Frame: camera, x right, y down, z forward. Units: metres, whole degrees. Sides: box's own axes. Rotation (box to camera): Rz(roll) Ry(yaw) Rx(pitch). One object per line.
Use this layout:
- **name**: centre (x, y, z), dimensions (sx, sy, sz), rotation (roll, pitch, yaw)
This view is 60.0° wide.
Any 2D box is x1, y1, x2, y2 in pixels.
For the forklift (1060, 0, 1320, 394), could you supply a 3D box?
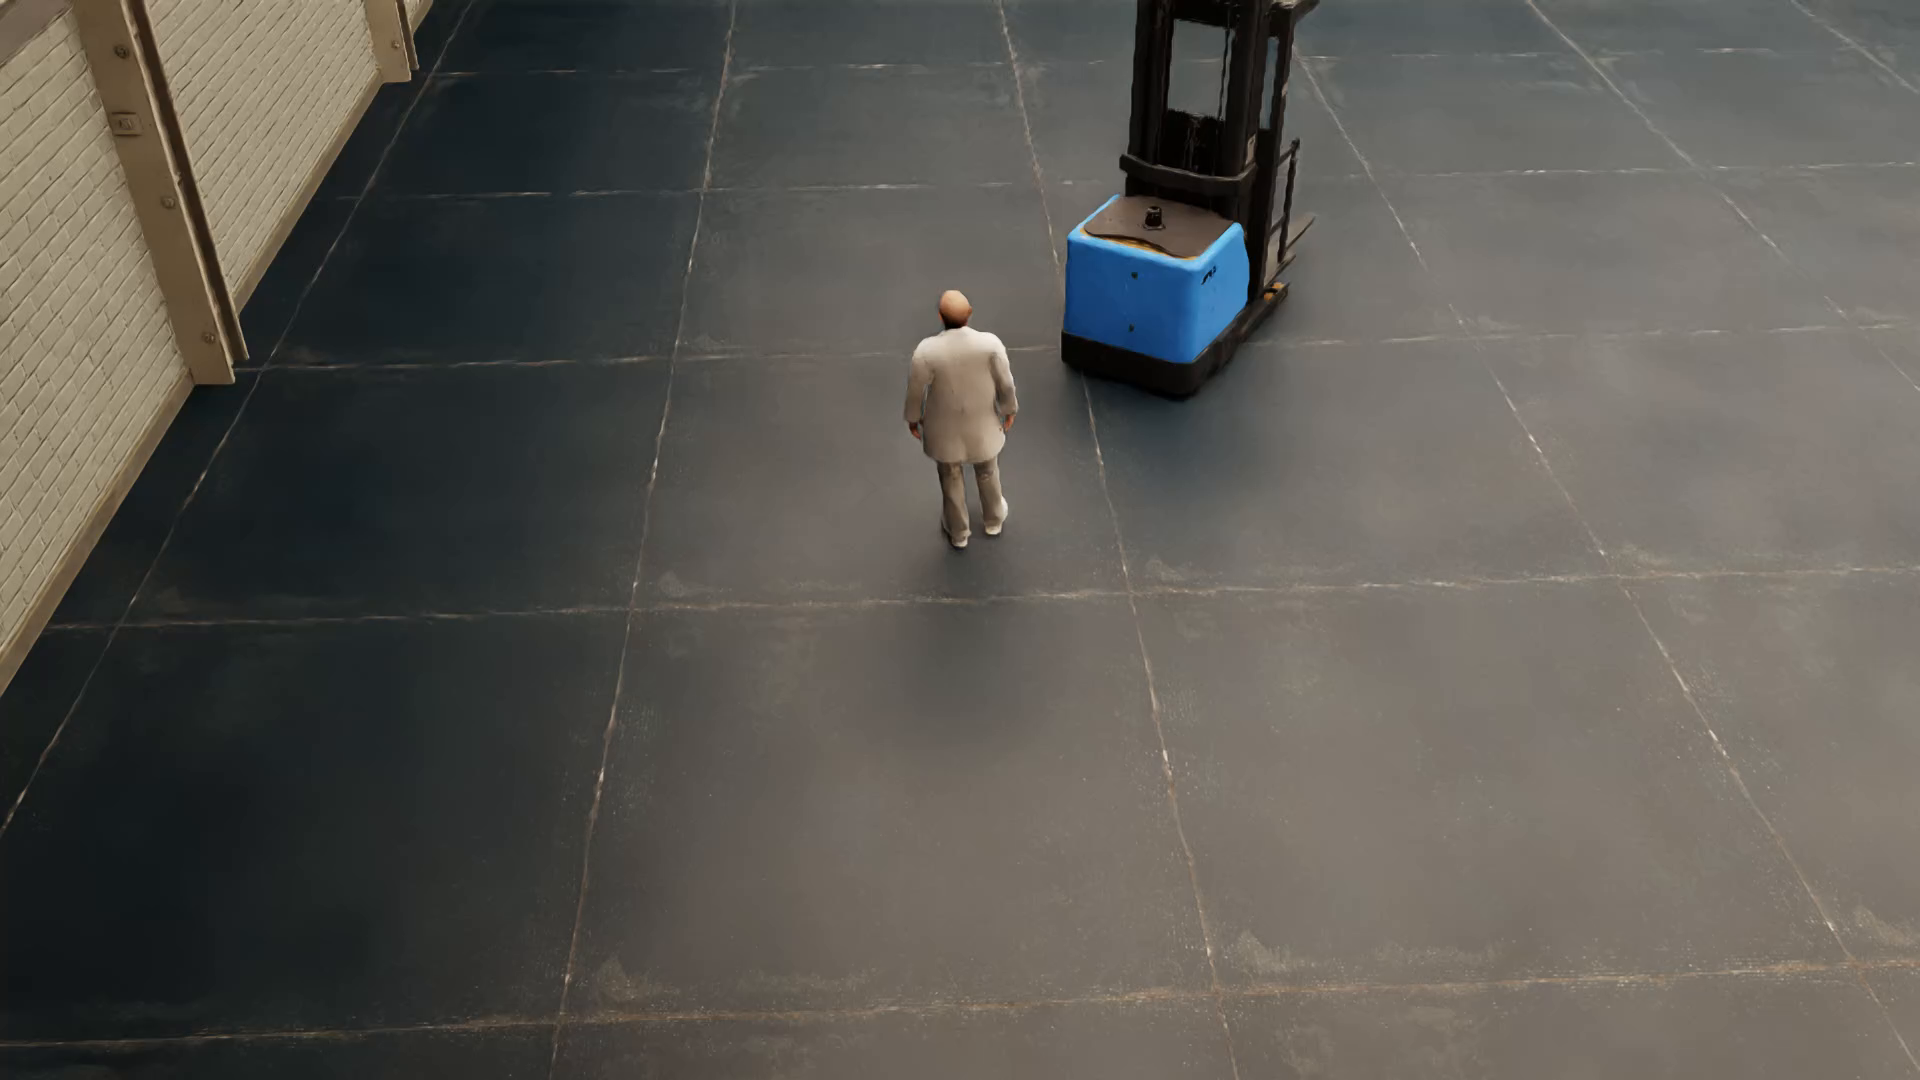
- **forklift**: centre (1.919, -3.066, 12.219), dimensions (1.130, 2.935, 3.031), rotation (19, 40, 24)

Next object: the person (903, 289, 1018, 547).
- **person**: centre (0.000, -0.778, 10.046), dimensions (0.694, 1.776, 0.579), rotation (-2, 36, -2)
